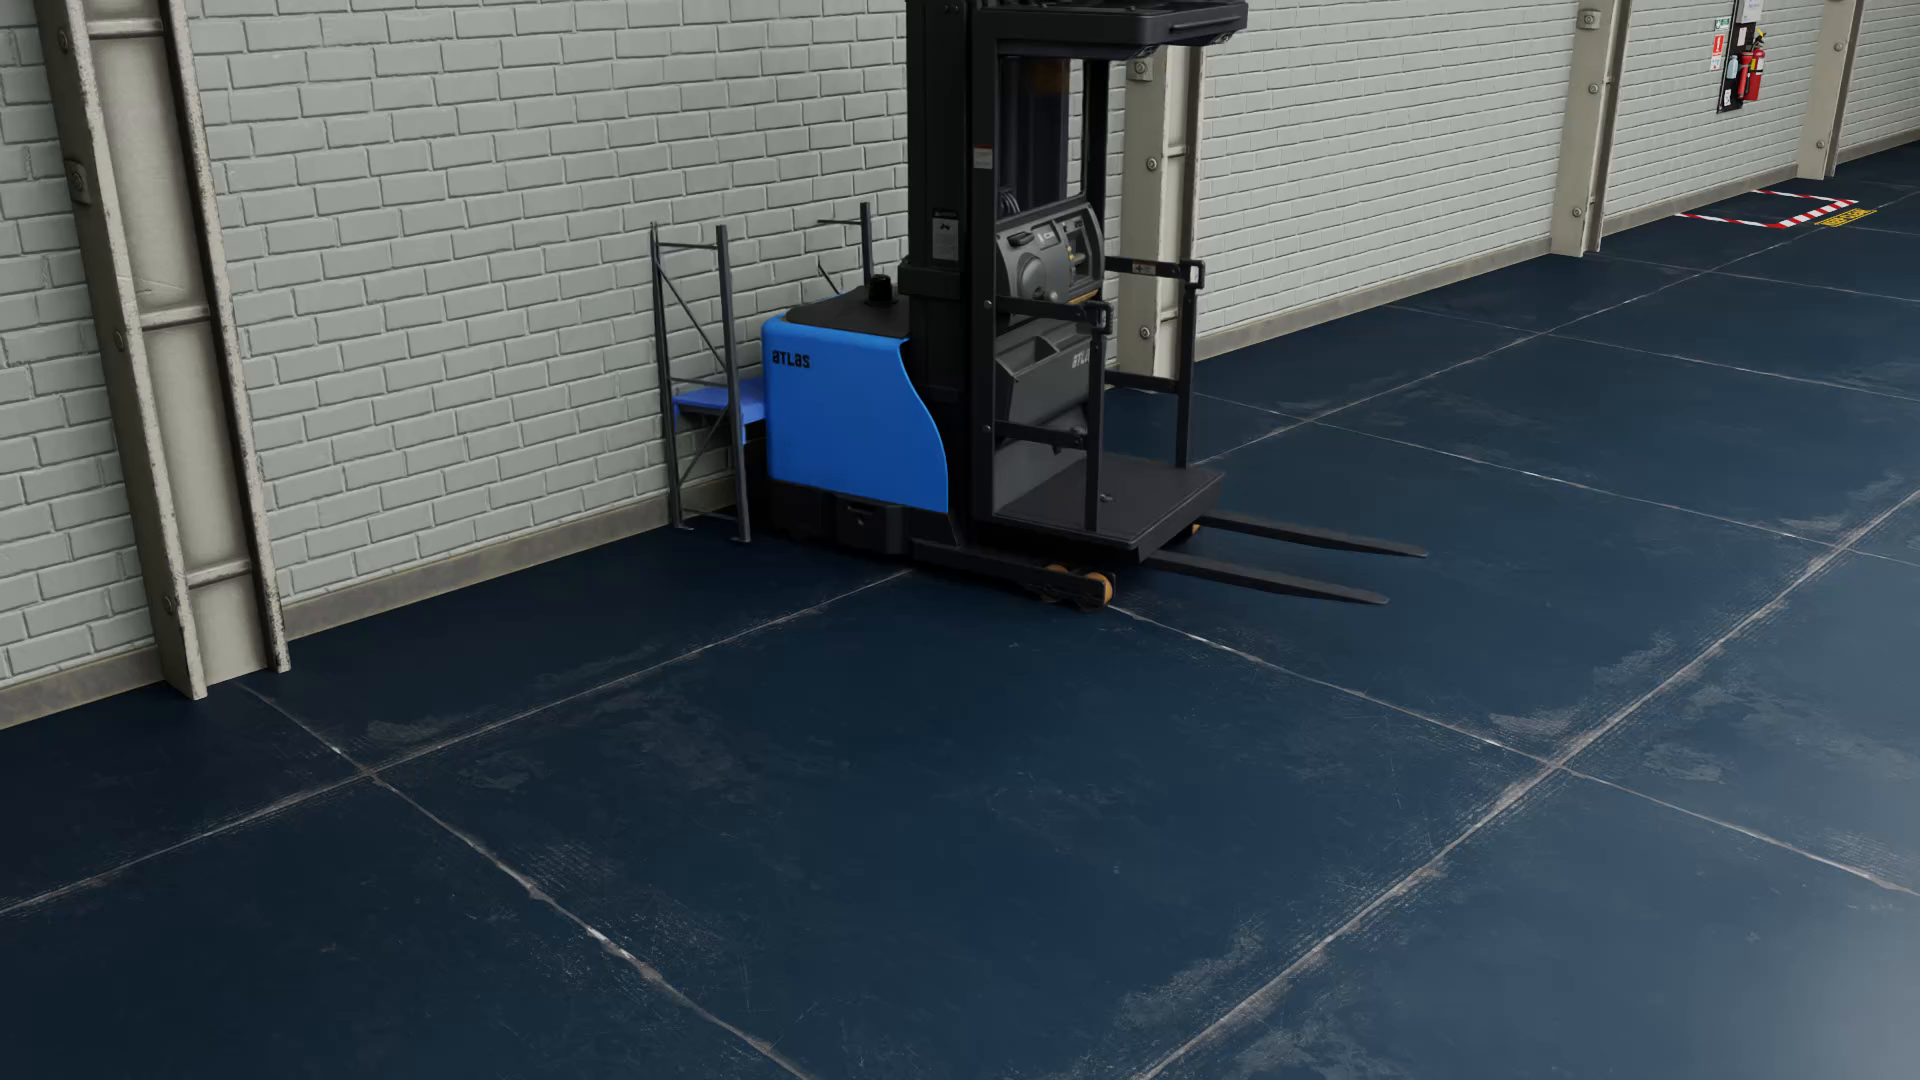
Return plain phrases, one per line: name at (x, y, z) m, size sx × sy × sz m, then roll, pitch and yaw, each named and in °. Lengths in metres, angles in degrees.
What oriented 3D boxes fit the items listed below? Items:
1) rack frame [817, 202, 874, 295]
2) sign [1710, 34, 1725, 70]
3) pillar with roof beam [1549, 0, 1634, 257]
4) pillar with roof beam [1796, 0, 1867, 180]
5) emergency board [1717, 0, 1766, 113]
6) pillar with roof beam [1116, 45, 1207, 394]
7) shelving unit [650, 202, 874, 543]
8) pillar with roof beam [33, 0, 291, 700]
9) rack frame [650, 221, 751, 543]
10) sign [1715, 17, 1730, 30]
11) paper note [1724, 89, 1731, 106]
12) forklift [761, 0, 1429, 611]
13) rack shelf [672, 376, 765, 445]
rack frame at (-0.631, -1.002, 8.654) m, size 0.500 × 1.500 × 0.032 m, roll 10°, pitch 21°, yaw 35°
sign at (7.399, -4.768, 16.249) m, size 0.001 × 0.329 × 0.234 m, roll 19°, pitch 28°, yaw 41°
pillar with roof beam at (8.509, -5.674, 10.293) m, size 9.100 × 9.000 × 0.400 m, roll 19°, pitch 28°, yaw 41°
pillar with roof beam at (12.694, -7.216, 14.306) m, size 9.100 × 9.000 × 0.400 m, roll 19°, pitch 28°, yaw 41°
emergency board at (7.859, -4.868, 16.558) m, size 0.194 × 1.169 × 0.643 m, roll 19°, pitch 28°, yaw 41°
pillar with roof beam at (4.323, -4.131, 6.280) m, size 9.100 × 9.000 × 0.400 m, roll 19°, pitch 28°, yaw 41°
shelving unit at (-0.934, -0.872, 8.267) m, size 0.538 × 1.500 × 1.048 m, roll 10°, pitch 21°, yaw 35°
pillar with roof beam at (0.137, -2.589, 2.268) m, size 9.100 × 9.000 × 0.400 m, roll 19°, pitch 28°, yaw 41°
rack frame at (-1.238, -0.743, 7.880) m, size 0.500 × 1.500 × 0.032 m, roll 10°, pitch 21°, yaw 35°
sign at (7.408, -5.014, 16.151) m, size 0.001 × 0.109 × 0.331 m, roll 19°, pitch 28°, yaw 41°
paper note at (7.686, -4.428, 16.642) m, size 0.016 × 0.148 × 0.142 m, roll 19°, pitch 28°, yaw 41°
forklift at (0.587, -1.274, 7.305) m, size 3.031 × 2.935 × 1.130 m, roll 12°, pitch 24°, yaw 28°
rack shelf at (-0.928, -0.701, 8.320) m, size 0.538 × 0.185 × 1.000 m, roll 10°, pitch 21°, yaw 35°
